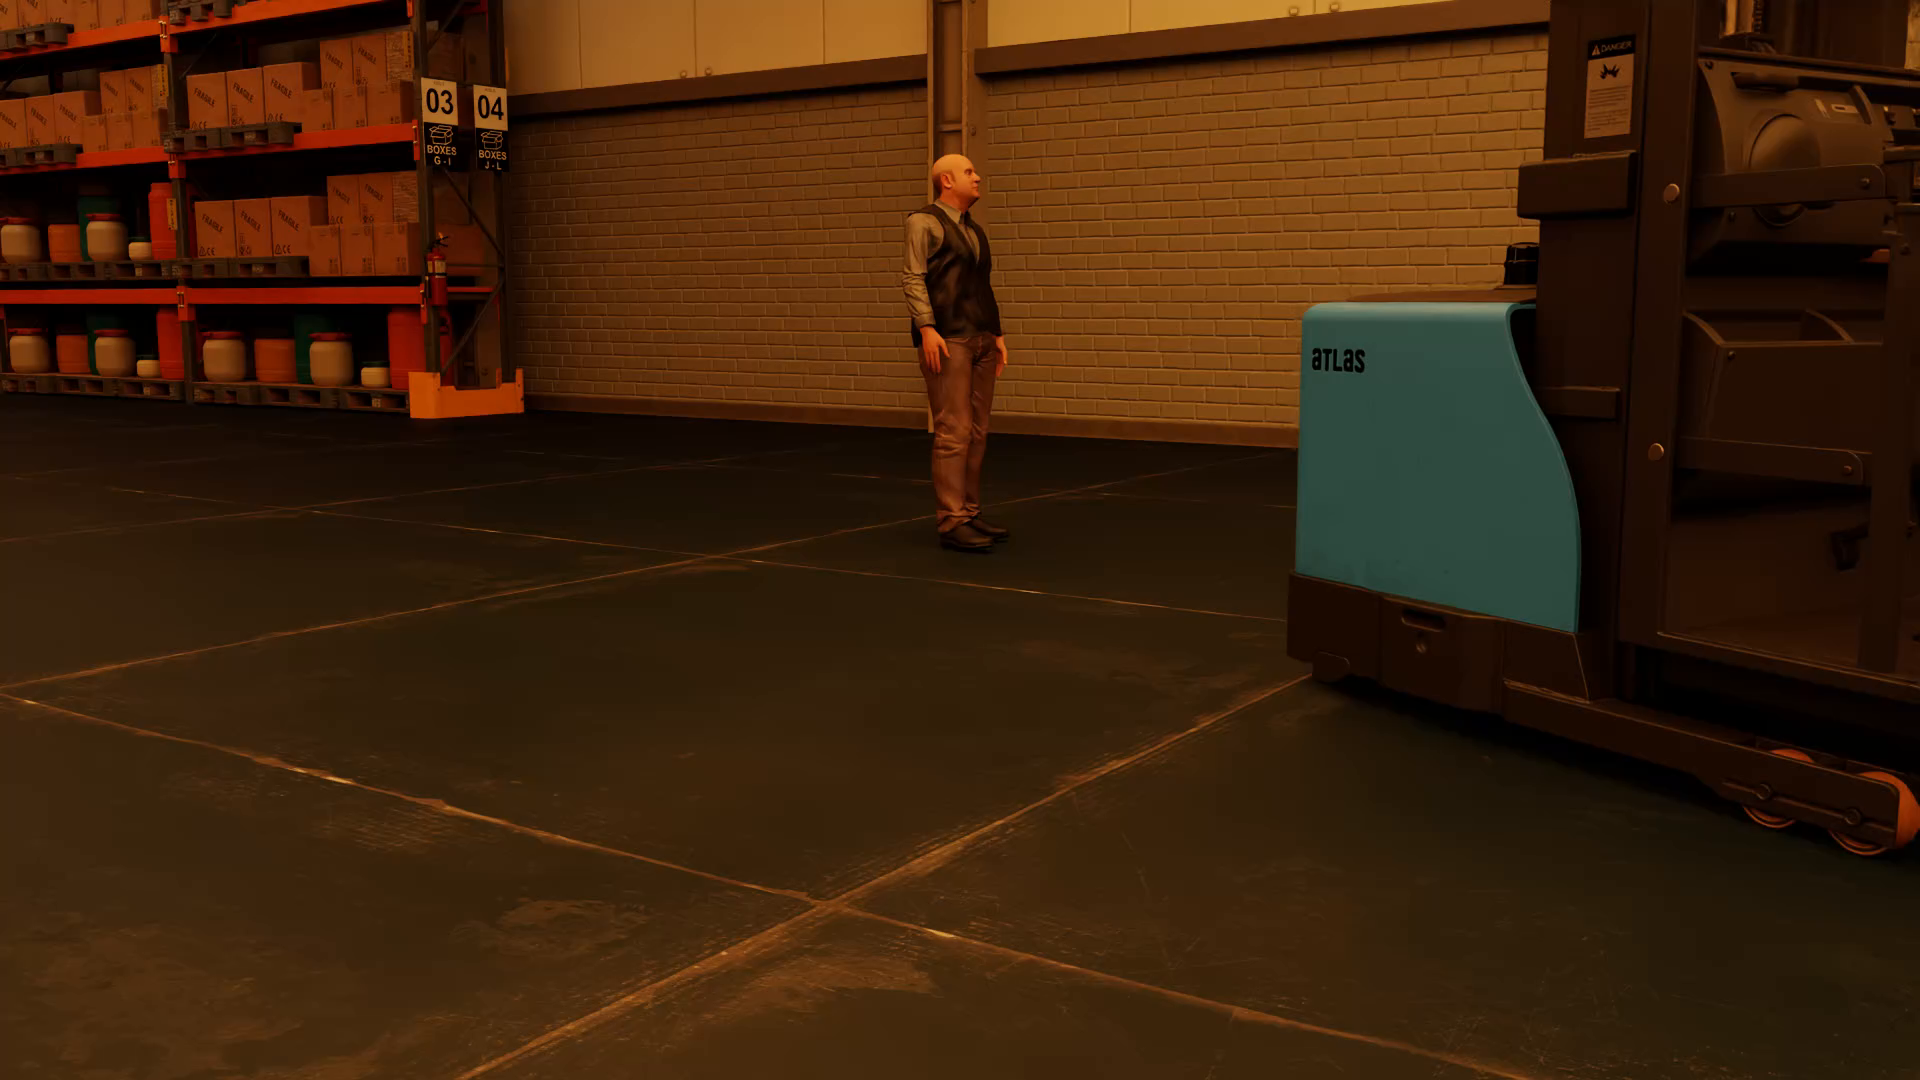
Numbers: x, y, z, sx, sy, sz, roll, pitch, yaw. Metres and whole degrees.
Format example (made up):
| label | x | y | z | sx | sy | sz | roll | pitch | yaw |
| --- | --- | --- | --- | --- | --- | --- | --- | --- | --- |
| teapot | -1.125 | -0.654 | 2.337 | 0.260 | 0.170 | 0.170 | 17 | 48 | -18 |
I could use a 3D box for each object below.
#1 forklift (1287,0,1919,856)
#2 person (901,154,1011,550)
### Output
| label | x | y | z | sx | sy | sz | roll | pitch | yaw |
| --- | --- | --- | --- | --- | --- | --- | --- | --- | --- |
| forklift | 2.092 | -0.905 | 3.556 | 1.130 | 2.935 | 3.031 | -4 | 9 | -29 |
| person | 0.048 | -0.854 | 7.441 | 0.566 | 1.722 | 0.634 | 5 | 10 | 34 |
